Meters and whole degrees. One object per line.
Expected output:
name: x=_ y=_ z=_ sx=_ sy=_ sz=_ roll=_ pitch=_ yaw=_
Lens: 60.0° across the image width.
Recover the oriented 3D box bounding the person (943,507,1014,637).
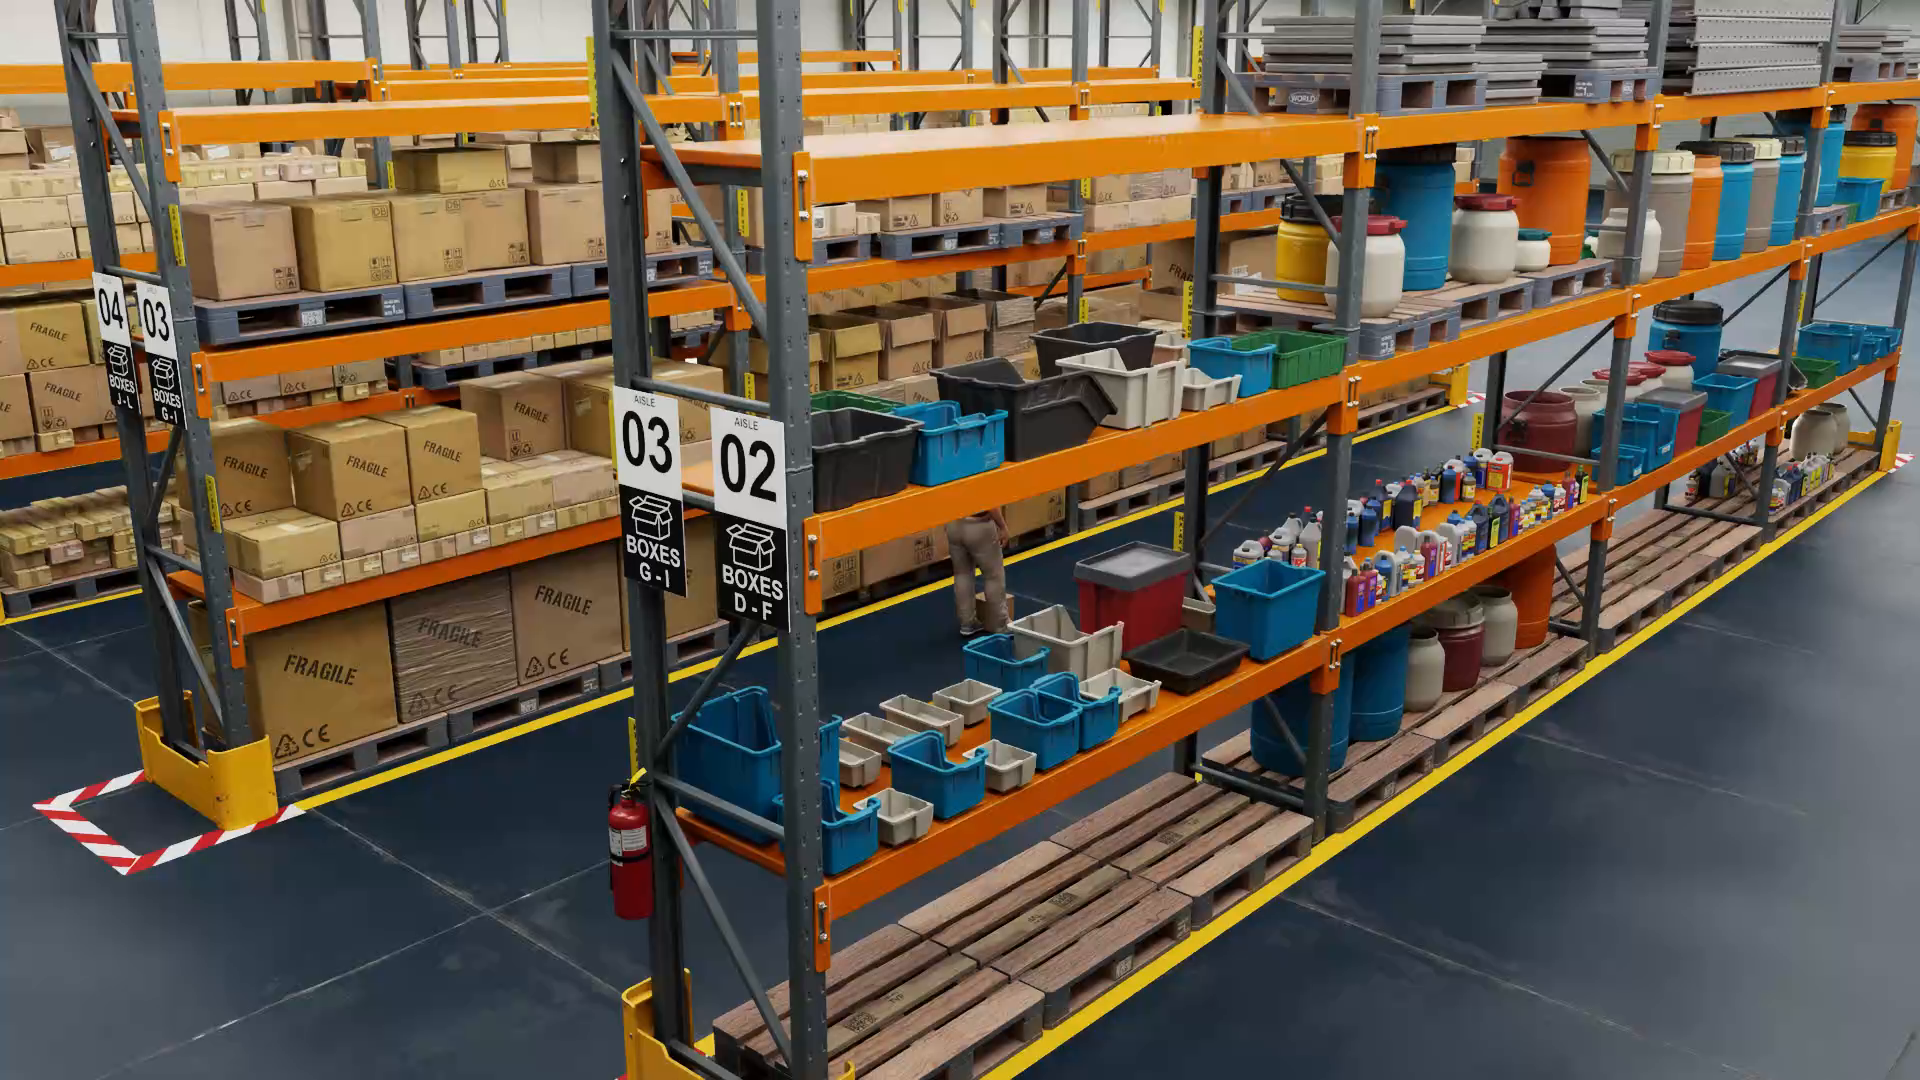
person: x=0.151 y=-0.097 z=12.864 sx=0.640 sy=1.727 sz=0.551 roll=14 pitch=21 yaw=38
